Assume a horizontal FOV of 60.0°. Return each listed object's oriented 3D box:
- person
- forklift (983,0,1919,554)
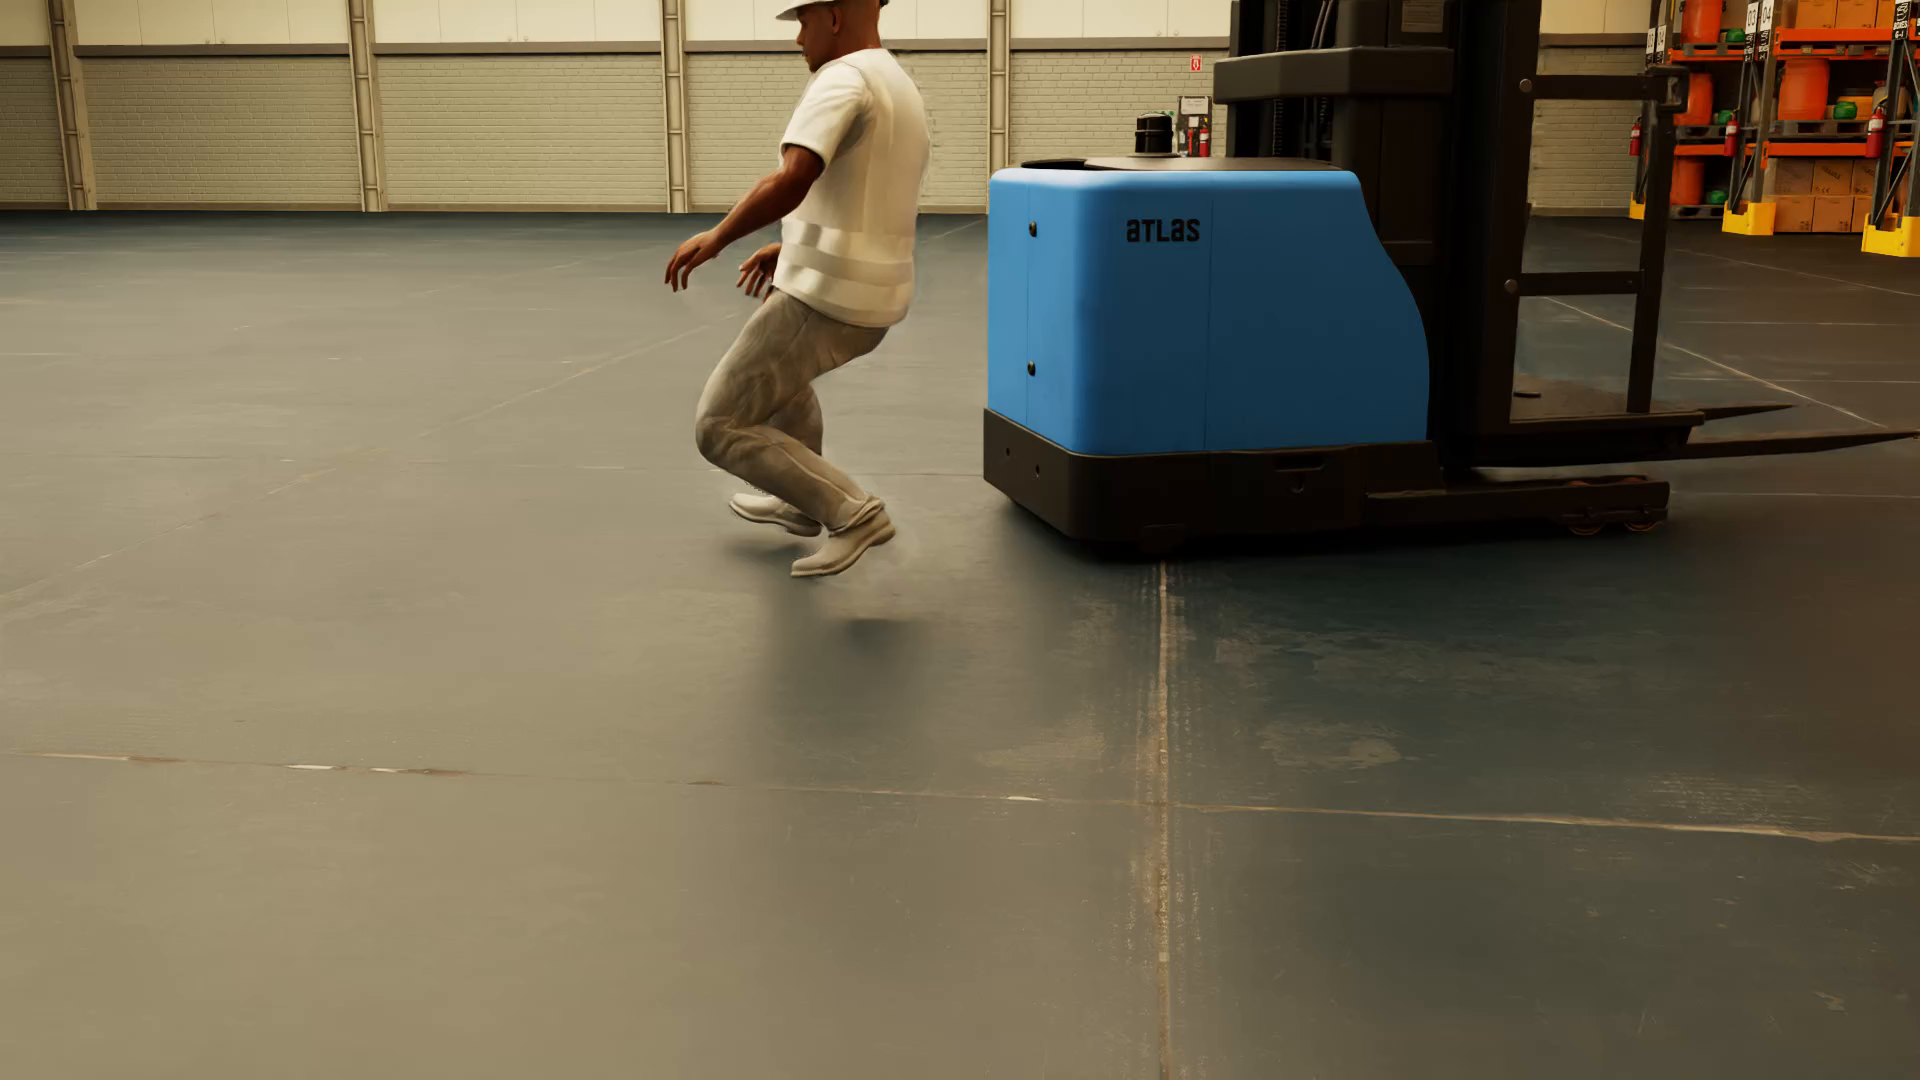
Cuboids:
[{"bbox_3d":[-0.448,-0.701,4.341,0.732,1.580,0.881,4,14,17],"label":"person"},{"bbox_3d":[1.652,-1.551,5.141,3.031,2.935,1.130,-4,14,-15],"label":"forklift"}]
